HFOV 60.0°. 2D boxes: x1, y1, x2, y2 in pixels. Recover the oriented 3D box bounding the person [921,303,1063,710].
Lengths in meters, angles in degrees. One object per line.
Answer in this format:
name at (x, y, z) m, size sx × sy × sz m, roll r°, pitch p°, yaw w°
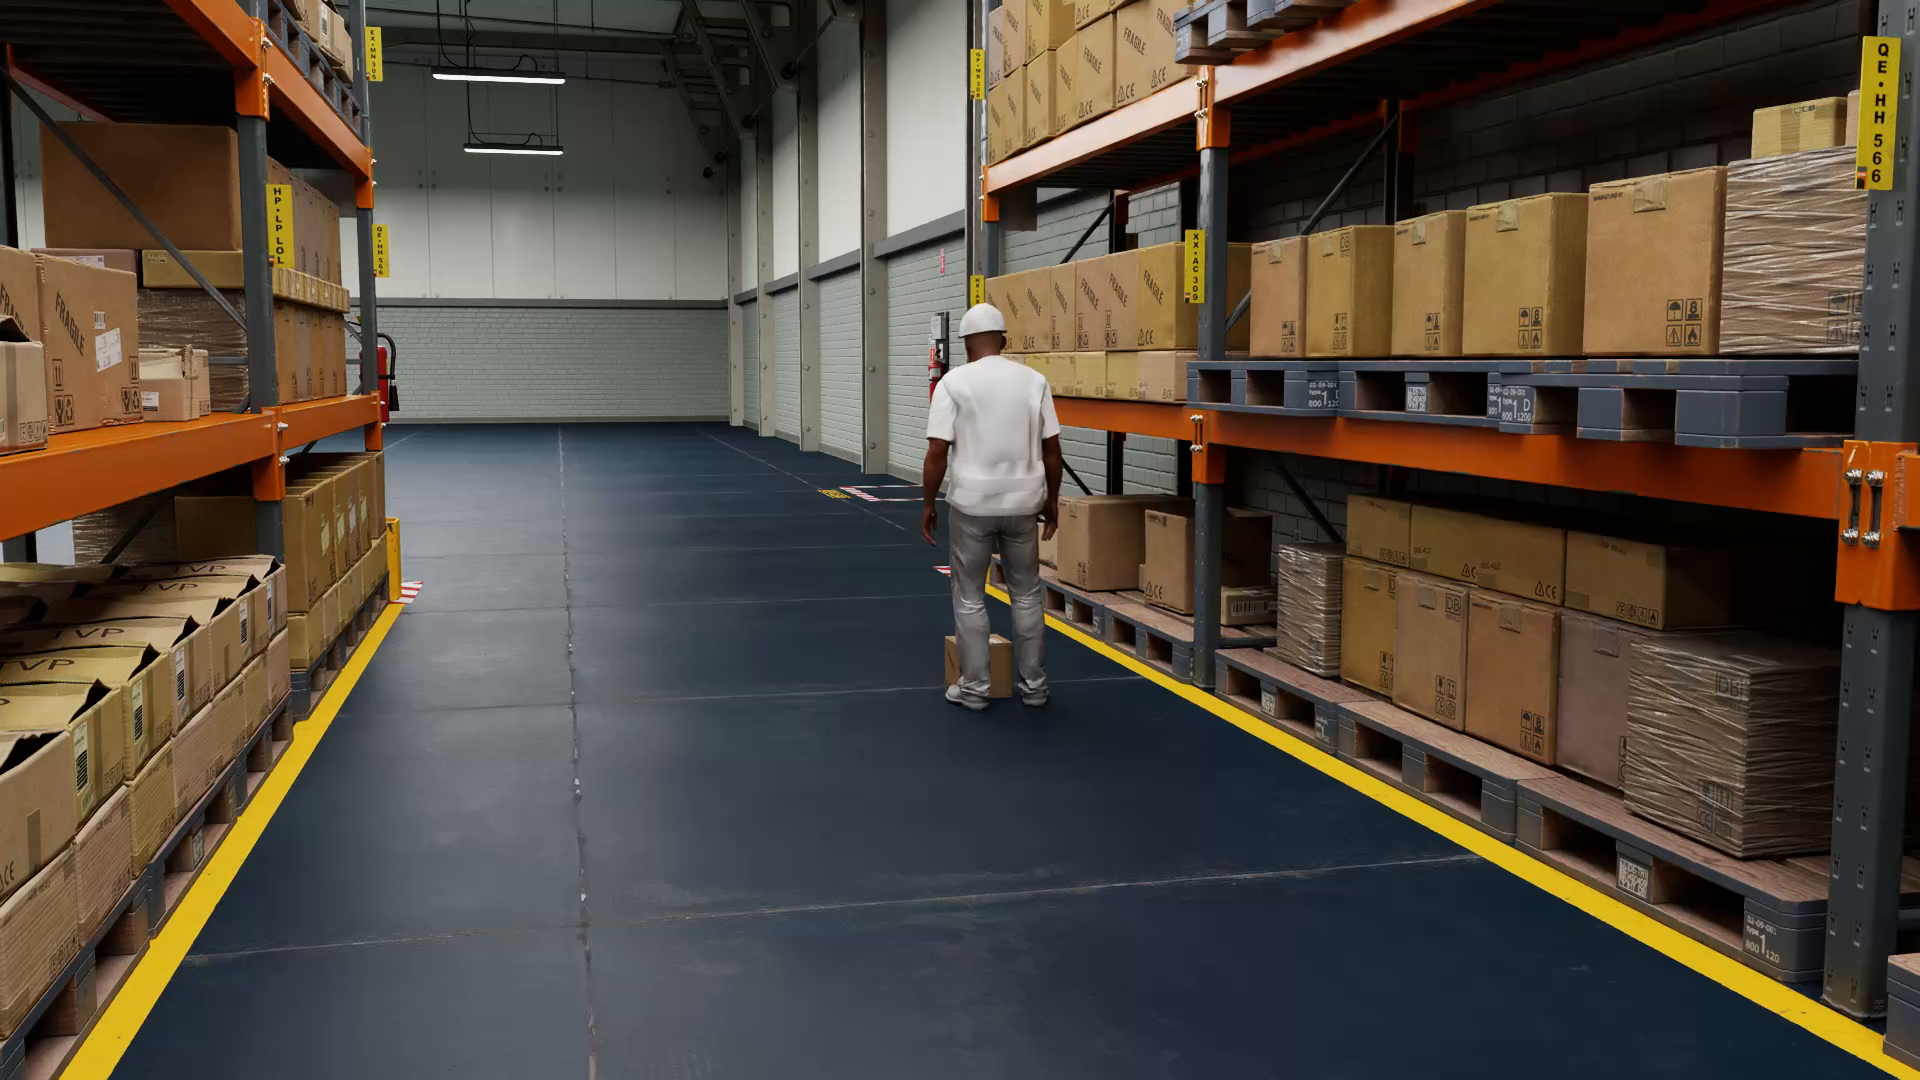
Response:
person at (0.140, -0.150, 7.280) m, size 0.638 × 1.761 × 0.458 m, roll -2°, pitch 6°, yaw -16°
